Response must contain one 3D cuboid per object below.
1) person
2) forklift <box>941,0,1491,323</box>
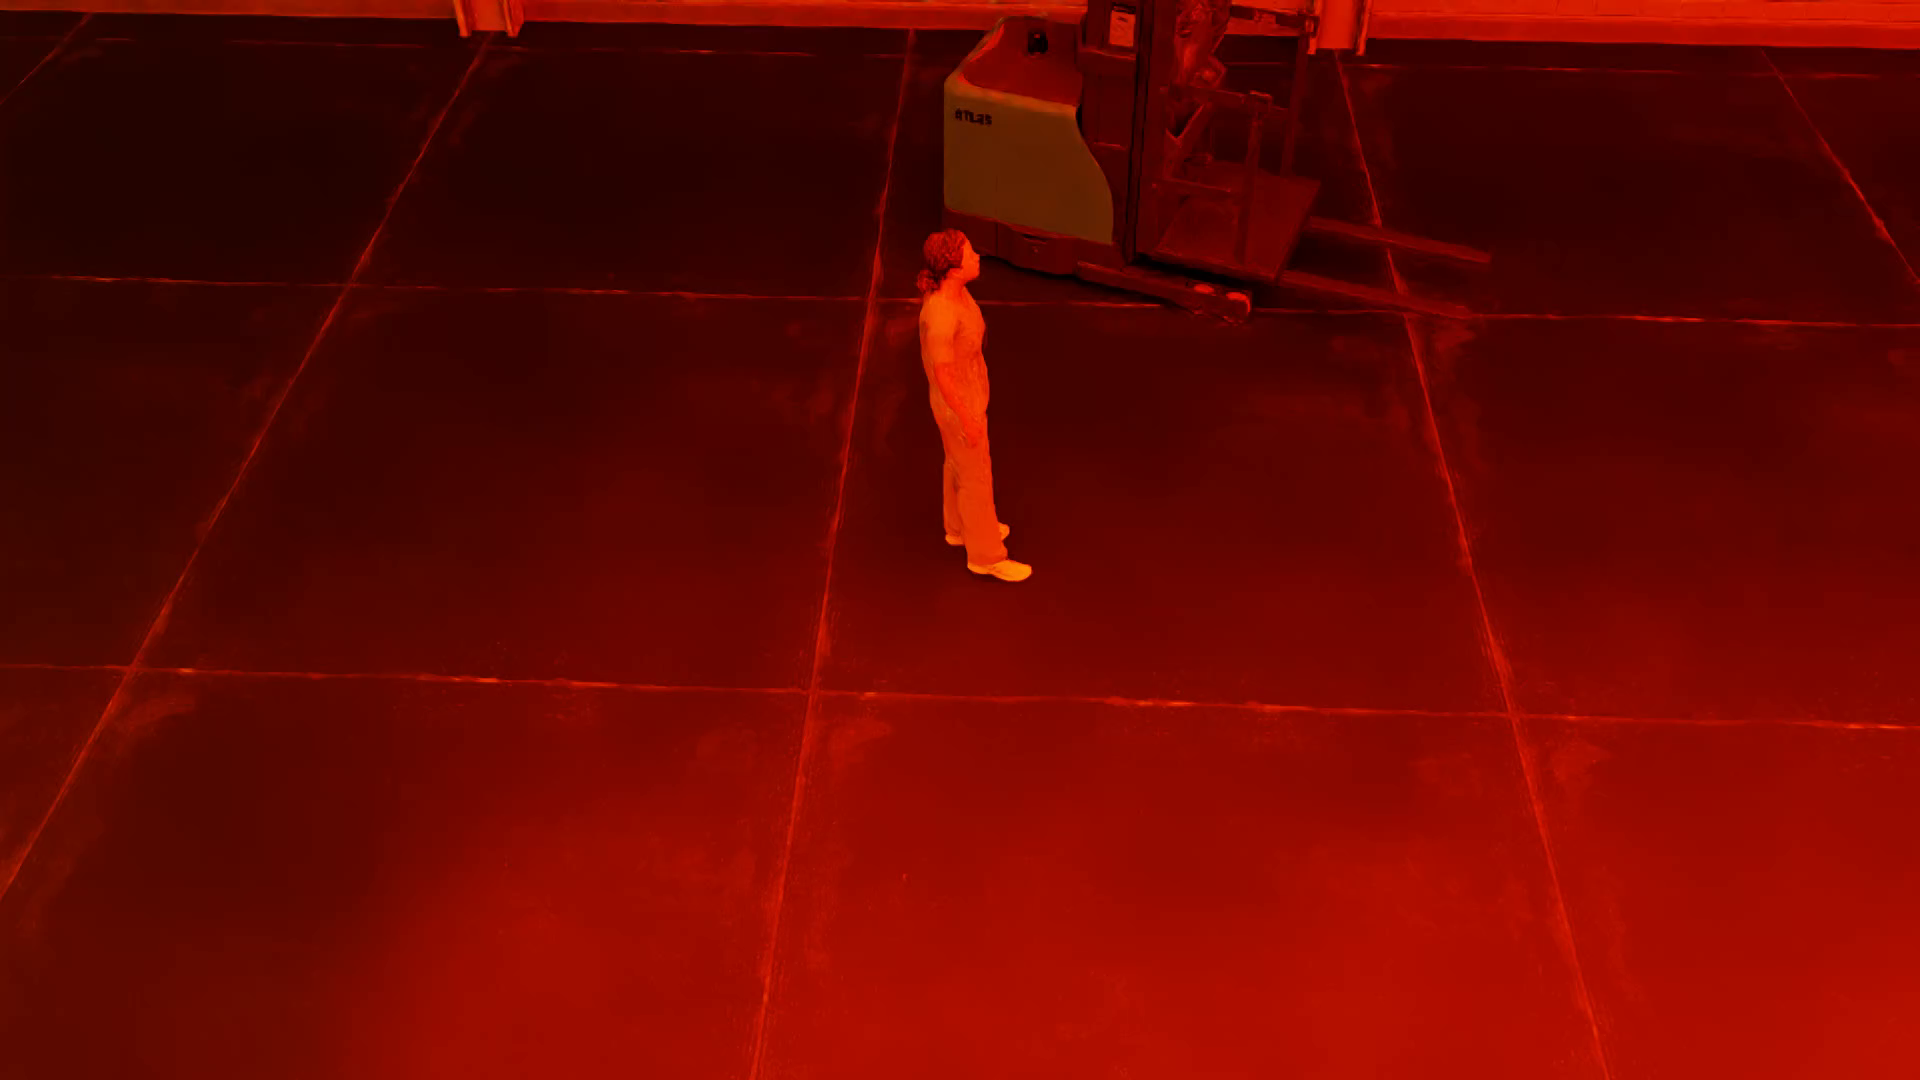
[{"bbox_3d":[0.084,-0.608,7.338,0.526,1.663,0.550,2,42,2],"label":"person"},{"bbox_3d":[1.457,-2.699,8.699,3.031,2.935,1.130,16,45,16],"label":"forklift"}]
